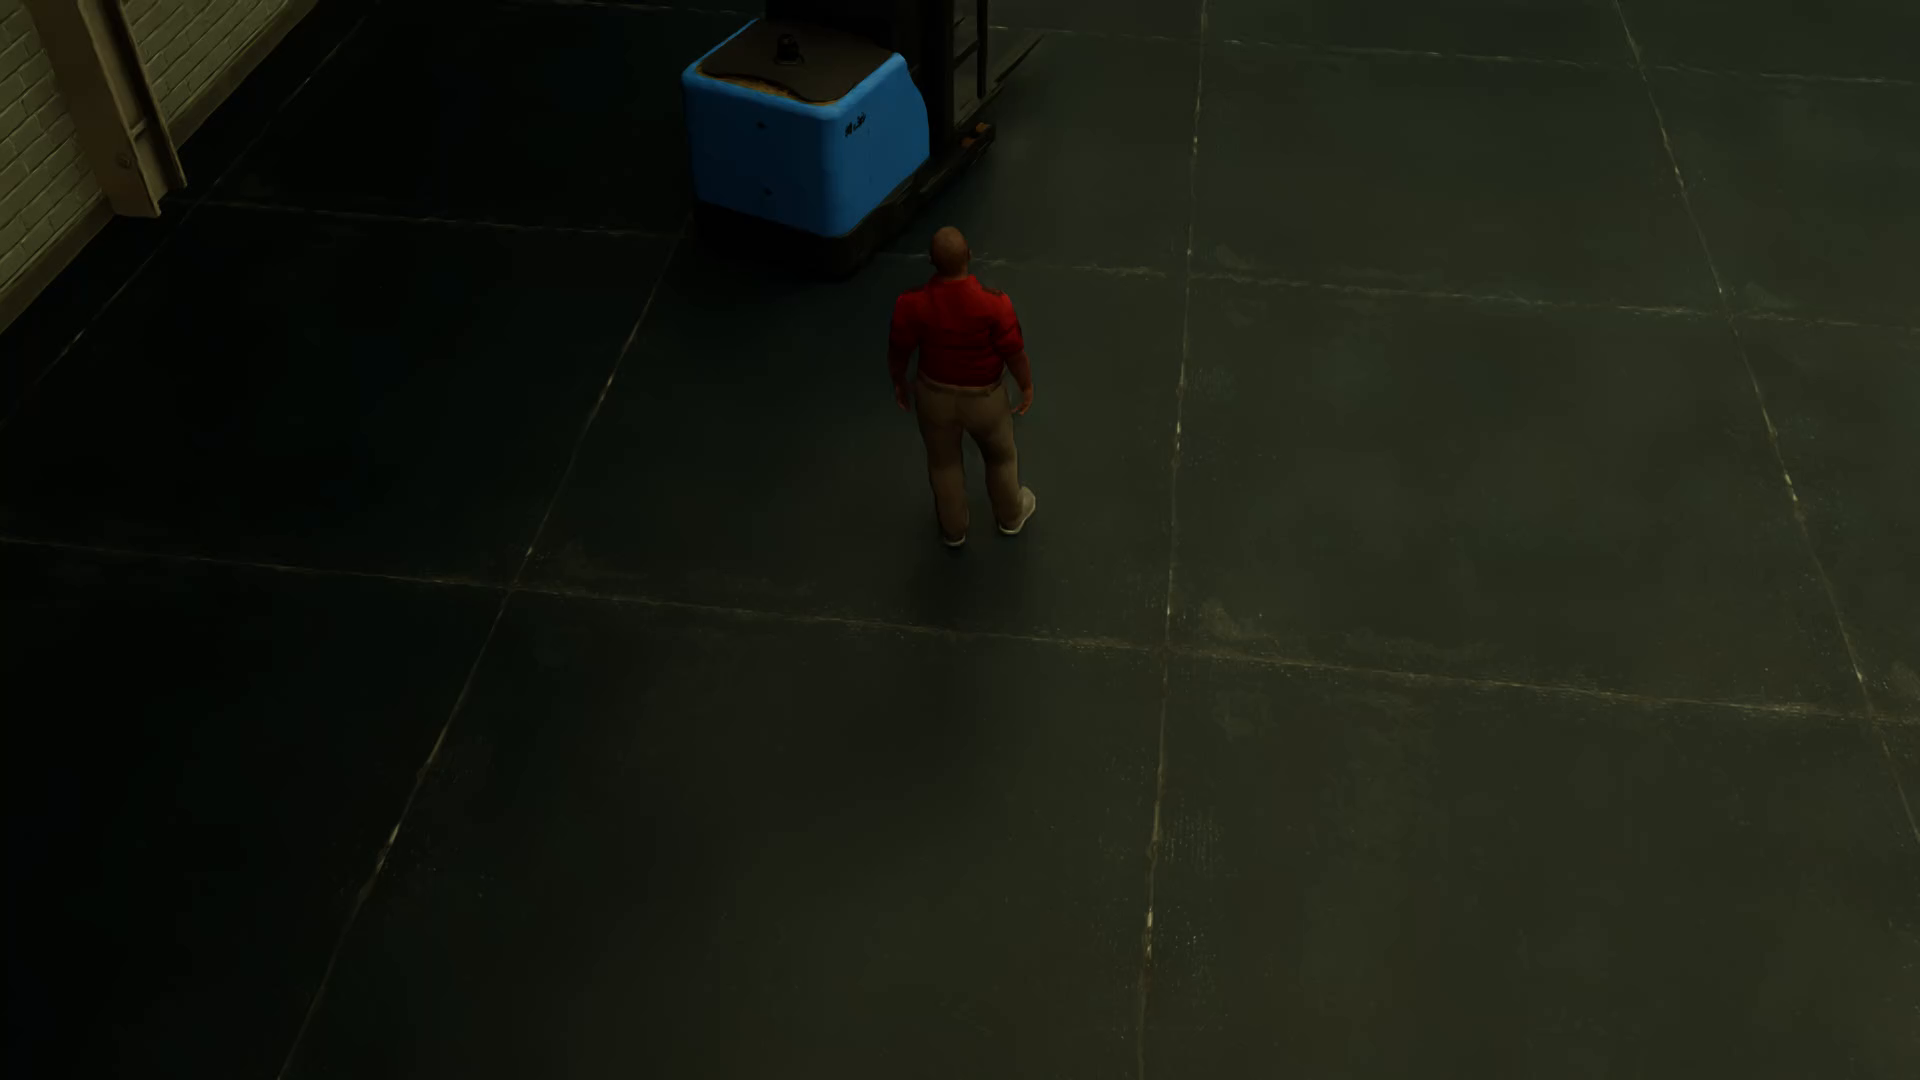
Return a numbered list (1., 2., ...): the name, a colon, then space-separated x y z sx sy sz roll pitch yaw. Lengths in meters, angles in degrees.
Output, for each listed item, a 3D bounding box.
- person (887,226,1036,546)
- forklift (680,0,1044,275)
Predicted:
1. person: 0.024 -0.701 7.365 0.640 1.726 0.550 5 43 6
2. forklift: -0.425 -3.576 9.617 1.130 2.935 3.031 19 46 20
